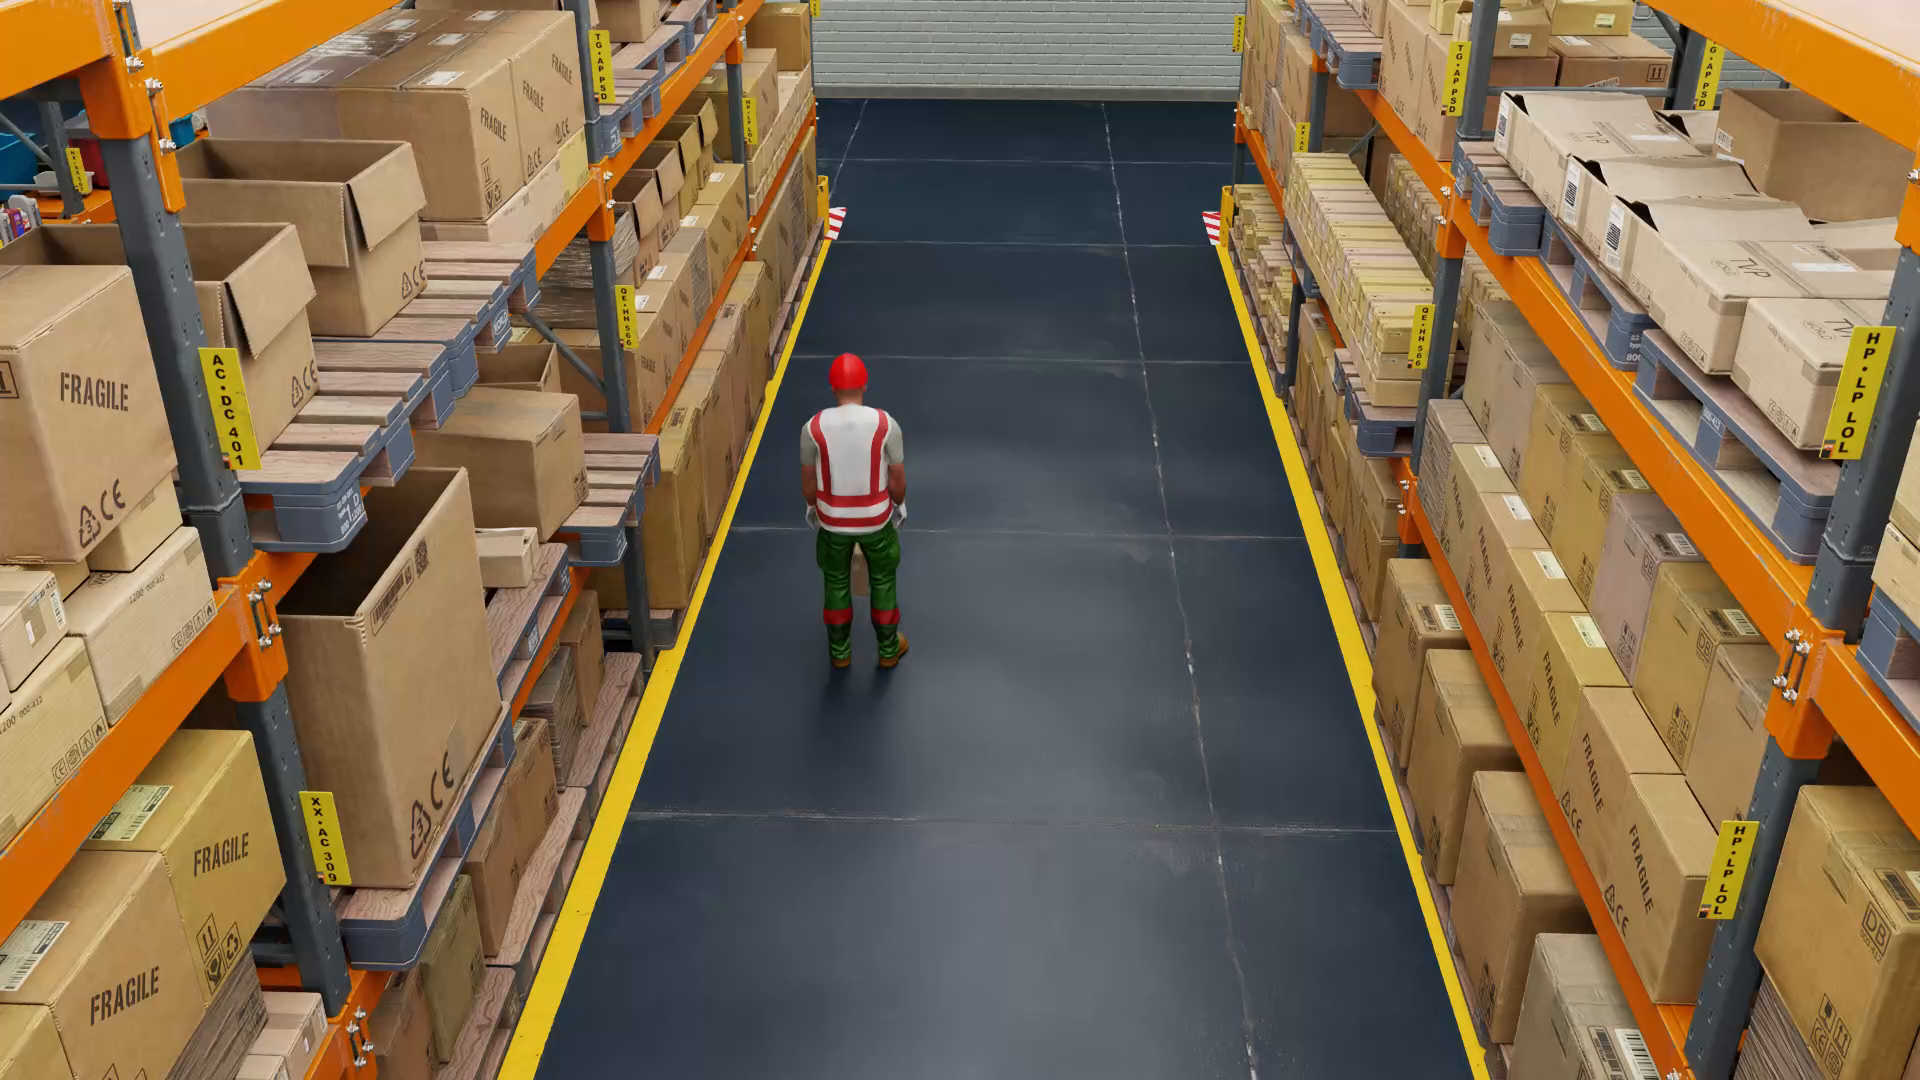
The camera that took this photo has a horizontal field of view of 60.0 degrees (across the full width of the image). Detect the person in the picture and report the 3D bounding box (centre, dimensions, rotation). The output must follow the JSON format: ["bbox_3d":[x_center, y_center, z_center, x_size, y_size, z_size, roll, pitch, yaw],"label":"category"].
[{"bbox_3d":[-0.559,-0.131,8.849,0.555,1.784,0.422,0,28,0],"label":"person"}]
